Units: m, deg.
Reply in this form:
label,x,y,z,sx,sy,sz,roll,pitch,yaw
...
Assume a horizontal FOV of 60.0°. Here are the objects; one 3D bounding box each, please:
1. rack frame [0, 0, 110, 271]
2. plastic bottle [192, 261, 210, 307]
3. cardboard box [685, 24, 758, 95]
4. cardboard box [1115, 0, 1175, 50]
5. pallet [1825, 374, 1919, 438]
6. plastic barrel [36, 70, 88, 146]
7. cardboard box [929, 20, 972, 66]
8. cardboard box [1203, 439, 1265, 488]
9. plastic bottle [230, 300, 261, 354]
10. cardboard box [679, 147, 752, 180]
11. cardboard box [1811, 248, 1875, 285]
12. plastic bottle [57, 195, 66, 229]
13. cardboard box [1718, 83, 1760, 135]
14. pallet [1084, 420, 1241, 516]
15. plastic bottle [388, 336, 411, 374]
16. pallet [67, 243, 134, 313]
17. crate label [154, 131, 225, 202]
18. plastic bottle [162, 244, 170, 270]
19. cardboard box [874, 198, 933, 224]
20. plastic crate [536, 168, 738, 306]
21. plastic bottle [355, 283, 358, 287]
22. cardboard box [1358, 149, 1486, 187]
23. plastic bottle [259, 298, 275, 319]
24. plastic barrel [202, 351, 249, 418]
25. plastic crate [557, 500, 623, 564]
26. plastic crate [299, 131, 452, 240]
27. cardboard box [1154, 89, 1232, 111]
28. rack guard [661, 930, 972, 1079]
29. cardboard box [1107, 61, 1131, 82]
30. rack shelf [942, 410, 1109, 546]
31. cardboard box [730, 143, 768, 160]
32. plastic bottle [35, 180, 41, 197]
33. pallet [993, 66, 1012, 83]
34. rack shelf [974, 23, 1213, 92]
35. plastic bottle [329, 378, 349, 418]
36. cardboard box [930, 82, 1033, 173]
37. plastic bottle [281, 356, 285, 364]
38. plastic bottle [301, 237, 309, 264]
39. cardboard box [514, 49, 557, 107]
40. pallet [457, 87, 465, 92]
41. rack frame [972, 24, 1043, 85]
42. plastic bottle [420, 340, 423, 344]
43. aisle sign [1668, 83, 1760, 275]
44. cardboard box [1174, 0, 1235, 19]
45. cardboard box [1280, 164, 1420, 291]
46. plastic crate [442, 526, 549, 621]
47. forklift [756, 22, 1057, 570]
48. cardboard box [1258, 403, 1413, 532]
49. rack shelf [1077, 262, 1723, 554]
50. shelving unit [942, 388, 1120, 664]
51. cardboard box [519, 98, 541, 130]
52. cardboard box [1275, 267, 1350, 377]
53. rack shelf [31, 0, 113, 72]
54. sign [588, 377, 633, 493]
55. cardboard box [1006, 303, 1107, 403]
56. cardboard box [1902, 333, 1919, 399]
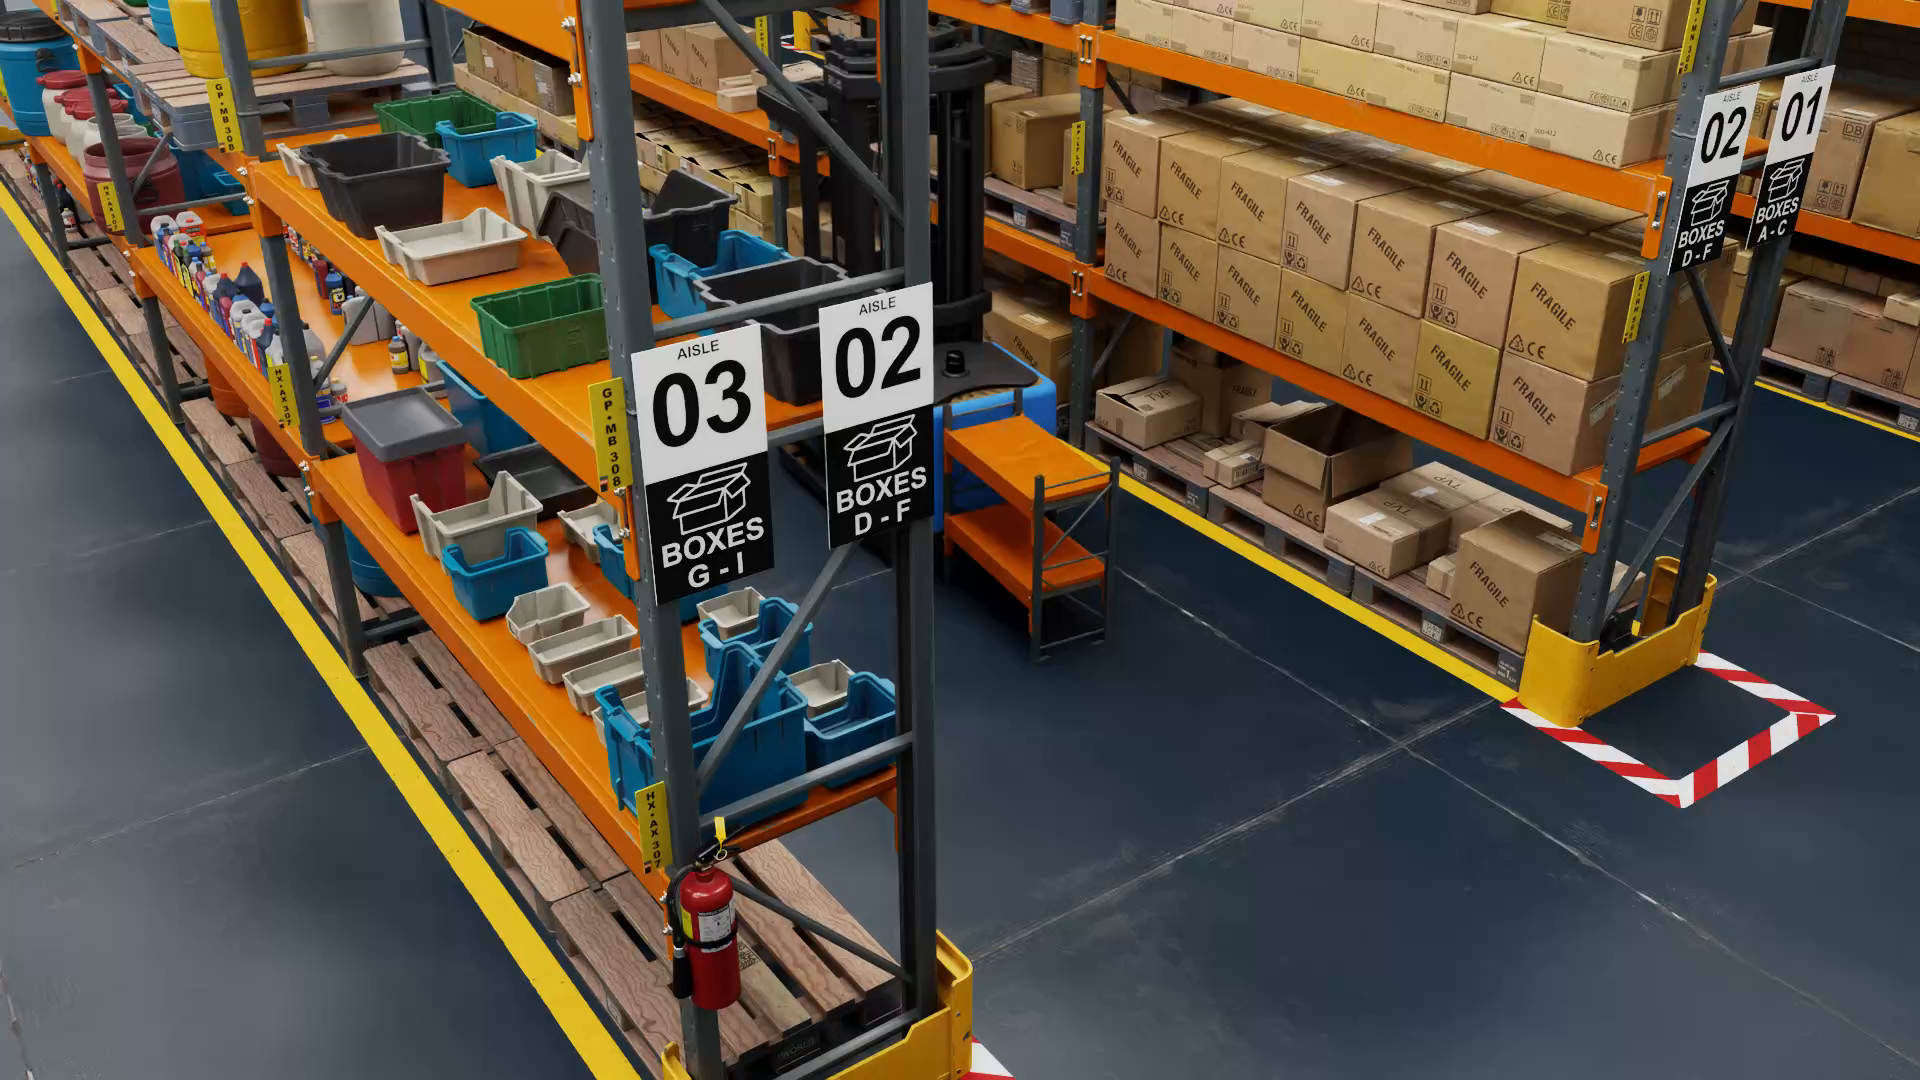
label,x,y,z,sx,sy,sz,roll,pitch,yaw
rack frame,-7.488,-3.840,14.178,1.000,3.000,0.127,-19,34,-31
plastic bottle,-4.599,-1.559,10.113,0.097,0.271,0.097,0,29,0
cardboard box,-2.118,-4.347,15.006,0.500,0.500,0.500,-21,35,-33
cardboard box,1.270,-3.095,9.819,0.500,0.250,0.500,-19,34,-31
pallet,7.015,-0.981,11.836,1.003,0.211,1.213,-19,34,-31
plastic barrel,-7.112,-3.467,13.349,0.433,0.535,0.433,0,29,0
cardboard box,-0.053,-6.070,20.442,0.500,0.500,0.500,-22,35,-34
cardboard box,1.766,-0.492,10.520,0.380,0.166,0.250,-19,34,-31
plastic bottle,-4.057,-1.220,9.483,0.152,0.276,0.135,-19,34,-31
cardboard box,-2.233,-3.410,15.240,0.500,0.311,0.500,-19,34,-31
cardboard box,6.554,-2.032,12.349,0.380,0.149,0.250,-18,33,-30
plastic bottle,-8.036,-2.936,14.898,0.061,0.283,0.133,-17,33,-28
cardboard box,3.419,-2.067,7.928,0.500,0.250,0.500,-19,34,-31
pallet,1.587,-0.607,11.147,1.003,0.211,1.213,-19,34,-31
plastic bottle,-3.109,-1.029,9.209,0.097,0.201,0.097,0,29,0
pallet,-7.001,-2.320,14.301,1.003,0.211,1.213,-19,34,-31
crate label,-5.524,-2.762,12.155,0.502,0.435,0.616,-19,34,-31
plastic bottle,-5.079,-1.850,10.721,0.097,0.201,0.097,0,29,0
cardboard box,-0.361,-2.760,13.562,0.500,0.250,0.500,-17,33,-29
plastic crate,-1.190,-1.136,6.121,0.504,0.338,0.767,-19,34,-31
plastic bottle,-3.579,-1.500,10.003,0.097,0.271,0.097,0,29,0
cardboard box,2.576,-1.868,9.394,0.500,0.500,0.500,-19,34,-31
plastic bottle,-3.966,-1.260,9.561,0.097,0.271,0.097,0,29,0
plastic barrel,-4.870,-1.331,11.391,0.600,0.830,0.708,-19,34,-31
plastic crate,-1.593,-0.047,7.407,0.293,0.136,0.466,-19,34,-31
plastic crate,-2.351,-1.432,6.738,0.497,0.269,0.590,-19,34,-31
cardboard box,2.442,-4.388,17.345,0.700,0.500,0.500,-18,33,-30
rack guard,-0.503,1.929,6.174,1.175,0.500,0.348,-19,34,-31
cardboard box,1.860,-5.155,17.972,0.500,0.250,0.500,-19,34,-31
rack shelf,0.370,-0.355,9.113,0.538,0.278,1.000,-14,32,-24
cardboard box,-1.801,-3.563,15.522,0.500,0.311,0.500,-20,34,-32
plastic bottle,-8.696,-3.357,15.760,0.097,0.201,0.097,0,29,0
pallet,0.163,-5.609,20.356,1.003,0.211,1.213,-19,34,-31
rack shelf,1.742,-5.489,17.968,1.077,0.370,4.000,-19,34,-31
plastic bottle,-3.249,-0.748,8.693,0.097,0.201,0.097,0,29,0
cardboard box,0.114,-2.998,12.083,0.500,0.500,0.700,22,35,34
plastic bottle,-3.511,-0.820,8.739,0.061,0.283,0.133,-19,34,-31
plastic bottle,-4.231,-1.906,10.824,0.097,0.201,0.097,0,29,0
cardboard box,-4.472,-5.027,18.018,0.500,0.500,0.500,-19,34,-31
pallet,-5.294,-5.254,19.703,1.003,0.211,1.213,-19,34,-31
rack frame,0.582,-6.583,19.228,1.000,3.000,0.127,-19,34,-31
plastic bottle,-2.929,-1.064,9.201,0.097,0.271,0.097,0,29,0
aisle sign,3.300,-1.576,7.285,0.394,0.787,0.004,-19,34,-31
cardboard box,1.560,-3.120,9.343,0.500,0.250,0.500,-19,34,-31
cardboard box,2.131,-1.721,9.124,0.500,0.500,0.500,-18,33,-29
plastic crate,-1.928,0.145,6.953,0.416,0.233,0.300,-19,34,-31
forklift,-0.554,-1.768,10.434,1.130,2.935,3.031,-14,32,-24
cardboard box,2.283,-0.467,10.122,0.797,0.503,0.637,-19,34,-31
rack shelf,2.349,-1.006,9.714,1.077,0.370,4.000,-19,34,-31
shelving unit,0.370,-0.098,9.252,0.538,1.125,1.048,-14,32,-24
cardboard box,-4.482,-4.693,18.190,0.500,0.250,0.500,-19,34,-31
cardboard box,2.147,-1.280,9.359,0.500,0.500,0.500,-19,34,-31
rack shelf,-6.328,-4.065,12.202,1.077,0.370,4.000,-19,34,-31
sign,-0.966,-0.289,4.605,0.100,0.325,0.005,-19,34,-31
cardboard box,0.670,-1.307,11.672,0.500,0.500,0.500,-19,34,-31
cardboard box,7.055,-1.248,11.585,0.700,0.500,0.500,-19,34,-31
